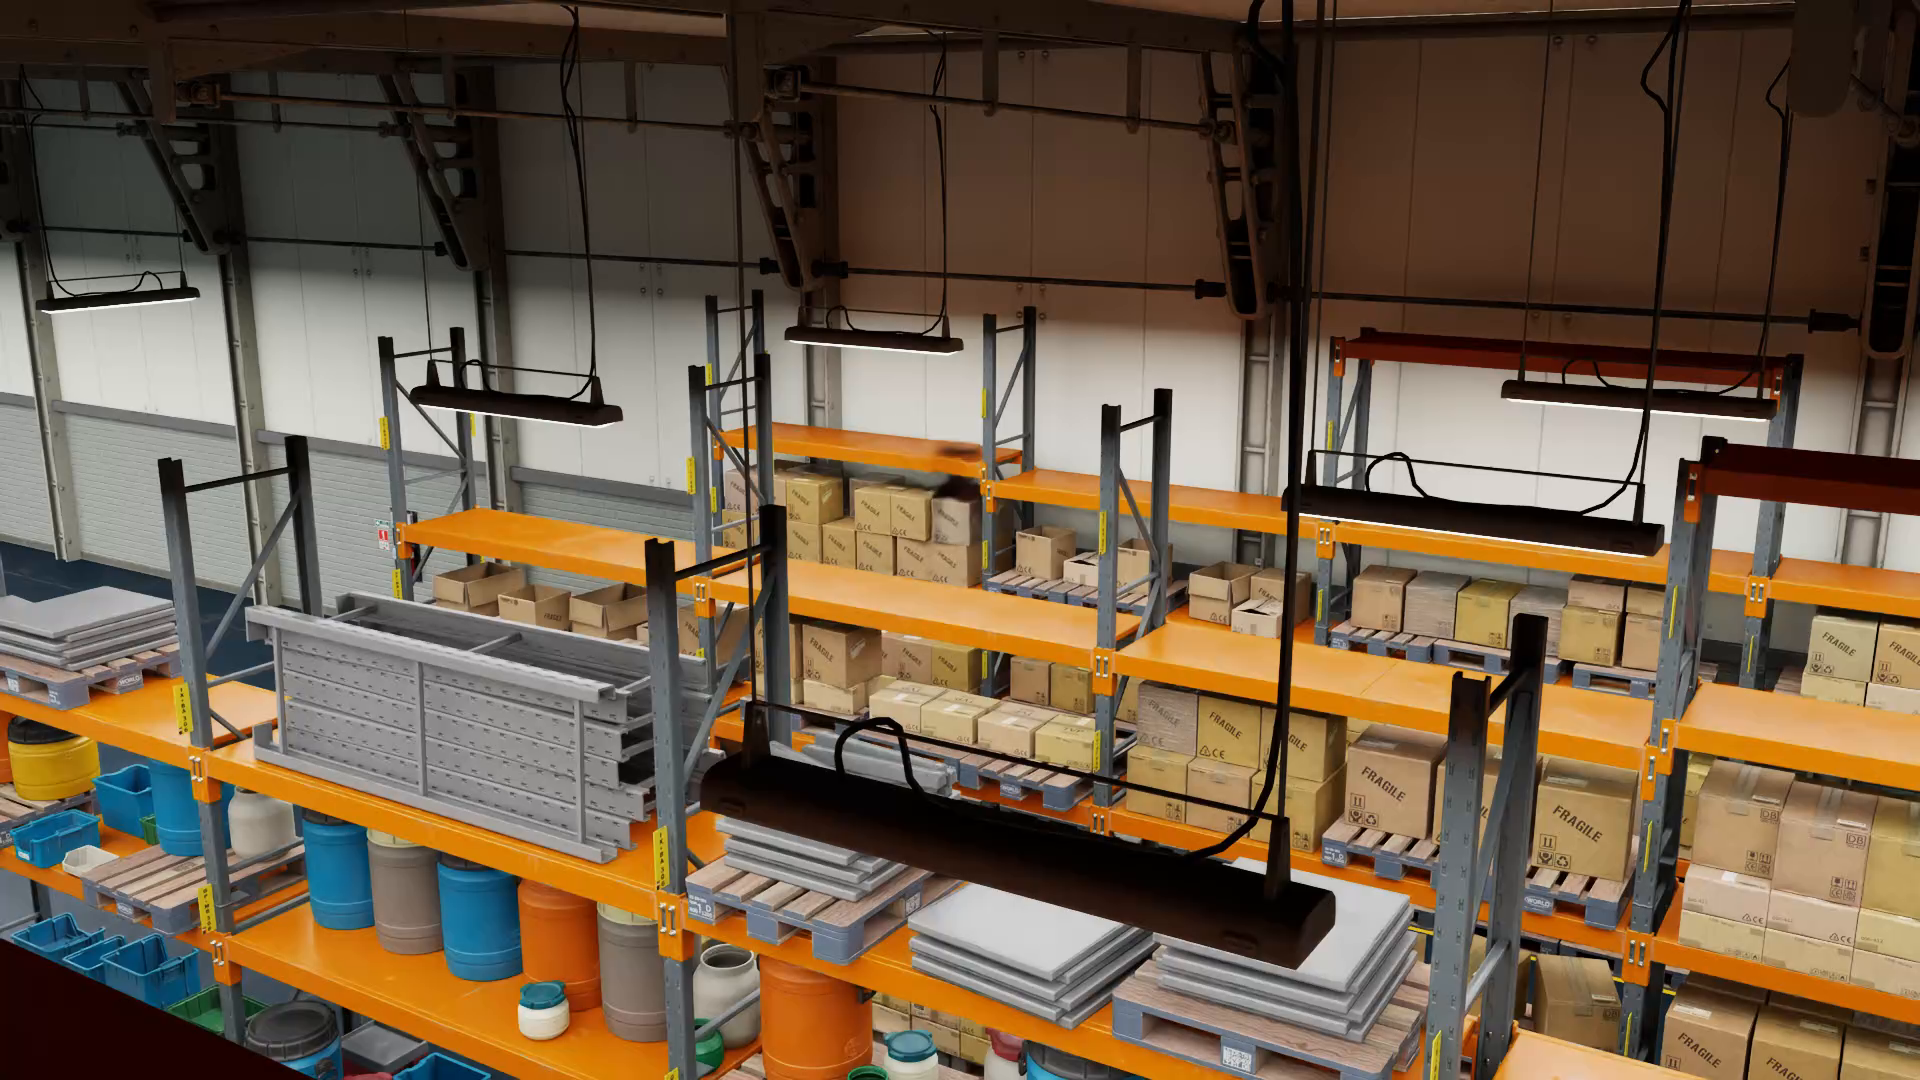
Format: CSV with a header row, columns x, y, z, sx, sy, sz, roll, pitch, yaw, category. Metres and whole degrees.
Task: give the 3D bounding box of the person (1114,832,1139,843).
x,y,z,sx,sy,sz,roll,pitch,yaw,category
1.470,3.444,15.855,0.993,1.640,0.480,8,16,28,person
